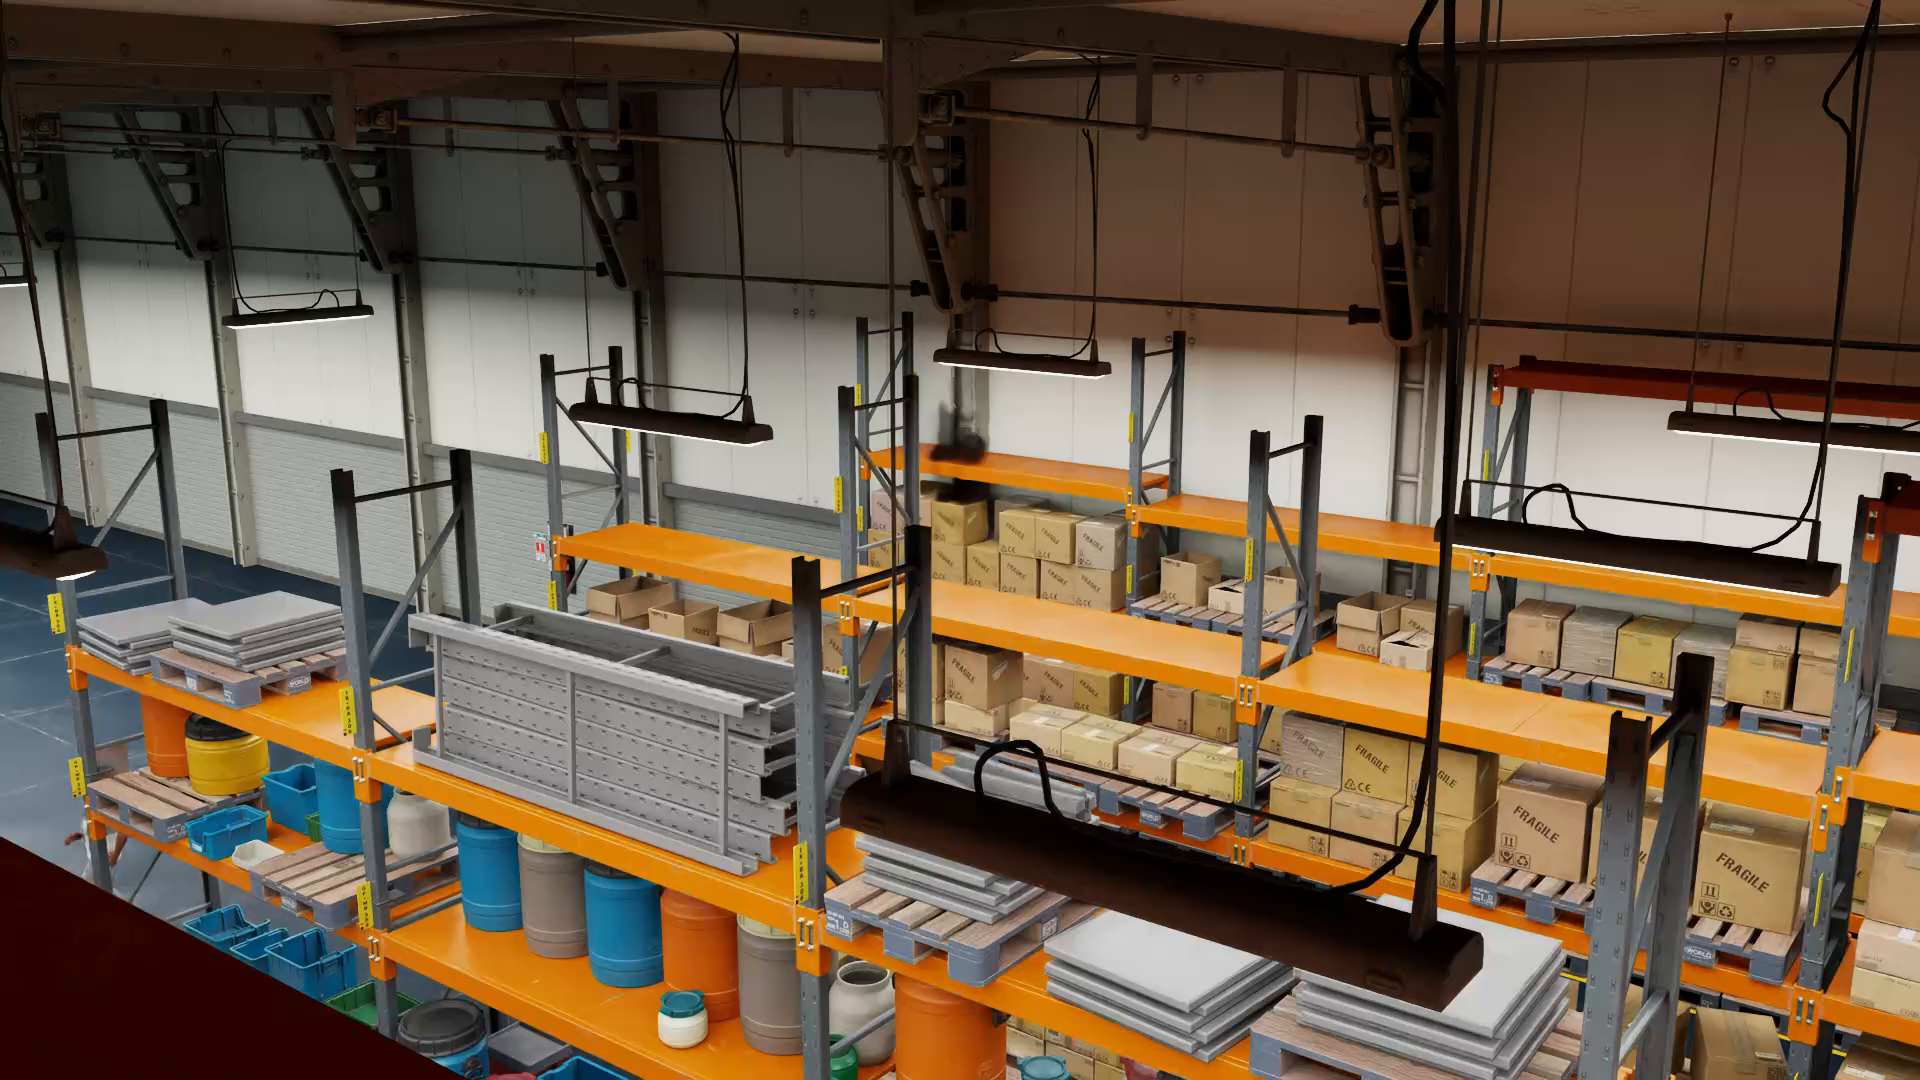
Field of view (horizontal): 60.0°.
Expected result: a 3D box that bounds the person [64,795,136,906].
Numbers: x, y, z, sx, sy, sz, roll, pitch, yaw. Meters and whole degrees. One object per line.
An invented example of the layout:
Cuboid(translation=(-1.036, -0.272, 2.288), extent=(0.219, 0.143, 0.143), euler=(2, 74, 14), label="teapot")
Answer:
Cuboid(translation=(-8.947, 3.280, 17.269), extent=(0.603, 1.736, 0.720), euler=(-7, 15, -26), label="person")
